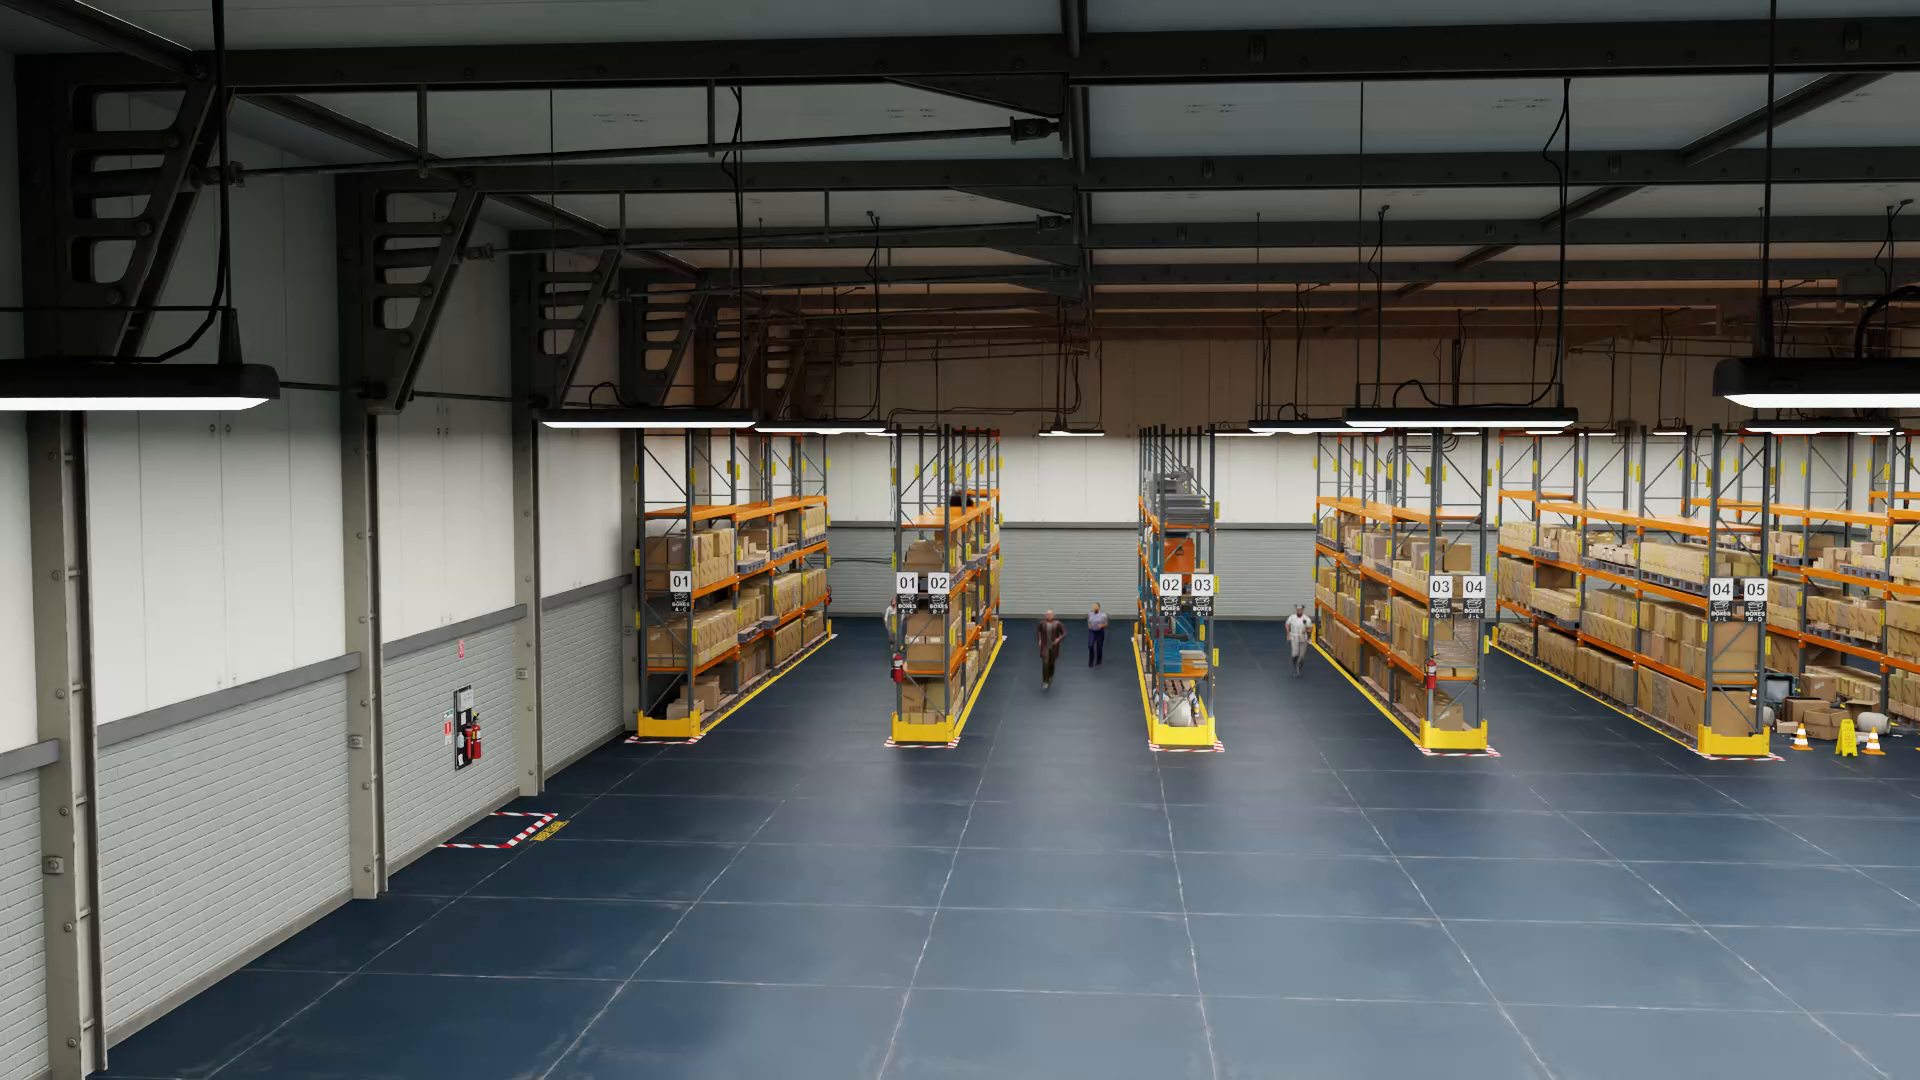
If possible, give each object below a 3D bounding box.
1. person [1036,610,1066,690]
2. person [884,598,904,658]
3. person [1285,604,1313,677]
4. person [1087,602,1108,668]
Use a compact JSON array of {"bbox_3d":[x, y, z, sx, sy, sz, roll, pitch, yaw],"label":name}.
[{"bbox_3d":[2.105,2.503,38.361,0.712,1.810,0.925,0,4,8],"label":"person"},{"bbox_3d":[-1.729,2.297,43.733,0.518,1.559,0.654,0,3,-1],"label":"person"},{"bbox_3d":[8.153,2.413,39.926,0.628,1.785,0.700,0,3,6],"label":"person"},{"bbox_3d":[3.436,2.391,41.643,0.535,1.644,0.760,1,4,11],"label":"person"}]
